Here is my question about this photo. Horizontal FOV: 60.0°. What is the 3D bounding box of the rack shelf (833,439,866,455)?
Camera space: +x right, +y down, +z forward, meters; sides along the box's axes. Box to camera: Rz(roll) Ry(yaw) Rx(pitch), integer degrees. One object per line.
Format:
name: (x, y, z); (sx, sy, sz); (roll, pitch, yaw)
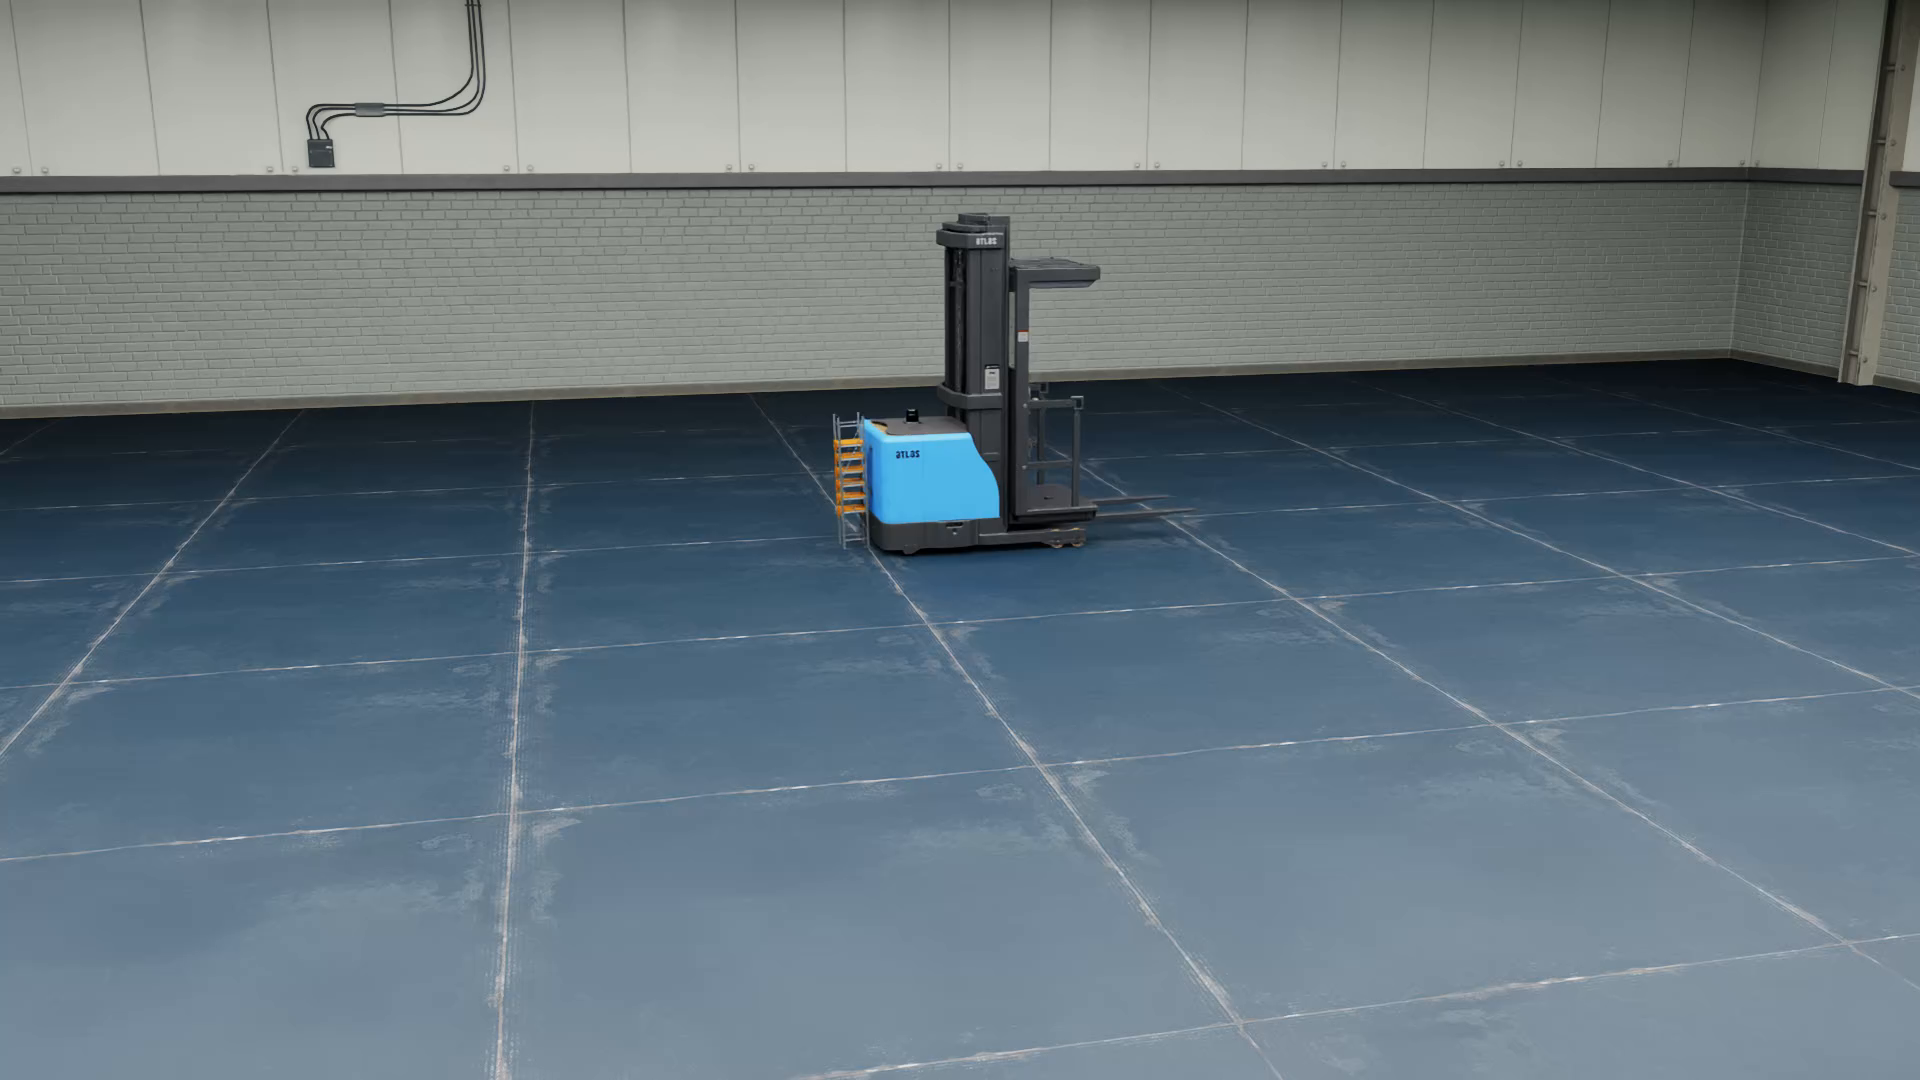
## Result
rack shelf: (-0.981, -0.836, 14.796); (0.258, 0.103, 0.180); (-6, 15, -15)

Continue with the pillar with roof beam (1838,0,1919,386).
pillar with roof beam: (9.187, -6.470, 22.772); (9.100, 9.000, 0.400); (-3, 14, -13)

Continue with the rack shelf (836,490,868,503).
rack shelf: (-0.967, -0.371, 14.914); (0.258, 0.103, 0.180); (-6, 15, -15)

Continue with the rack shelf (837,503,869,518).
rack shelf: (-0.963, -0.254, 14.943); (0.258, 0.103, 0.180); (-6, 15, -15)

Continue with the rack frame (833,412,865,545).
rack frame: (-0.997, -0.551, 14.959); (0.240, 1.200, 0.006); (-6, 15, -15)

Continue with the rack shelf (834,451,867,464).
rack shelf: (-0.978, -0.720, 14.826); (0.258, 0.103, 0.180); (-6, 15, -15)

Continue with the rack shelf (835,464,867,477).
rack shelf: (-0.974, -0.603, 14.855); (0.258, 0.103, 0.180); (-6, 15, -15)

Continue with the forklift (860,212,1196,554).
forklift: (0.648, -1.471, 15.096); (3.031, 2.935, 1.130); (-4, 14, -15)

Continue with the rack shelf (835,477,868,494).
rack shelf: (-0.970, -0.487, 14.884); (0.258, 0.103, 0.180); (-6, 15, -15)

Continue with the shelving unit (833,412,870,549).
shelving unit: (-0.972, -0.530, 14.873); (0.258, 1.200, 0.189); (-6, 15, -15)

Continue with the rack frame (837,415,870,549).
rack frame: (-0.947, -0.509, 14.788); (0.240, 1.200, 0.006); (-6, 15, -15)

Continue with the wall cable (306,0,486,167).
wall cable: (-7.423, -7.885, 21.398); (2.305, 6.003, 0.169); (-3, 14, -13)
